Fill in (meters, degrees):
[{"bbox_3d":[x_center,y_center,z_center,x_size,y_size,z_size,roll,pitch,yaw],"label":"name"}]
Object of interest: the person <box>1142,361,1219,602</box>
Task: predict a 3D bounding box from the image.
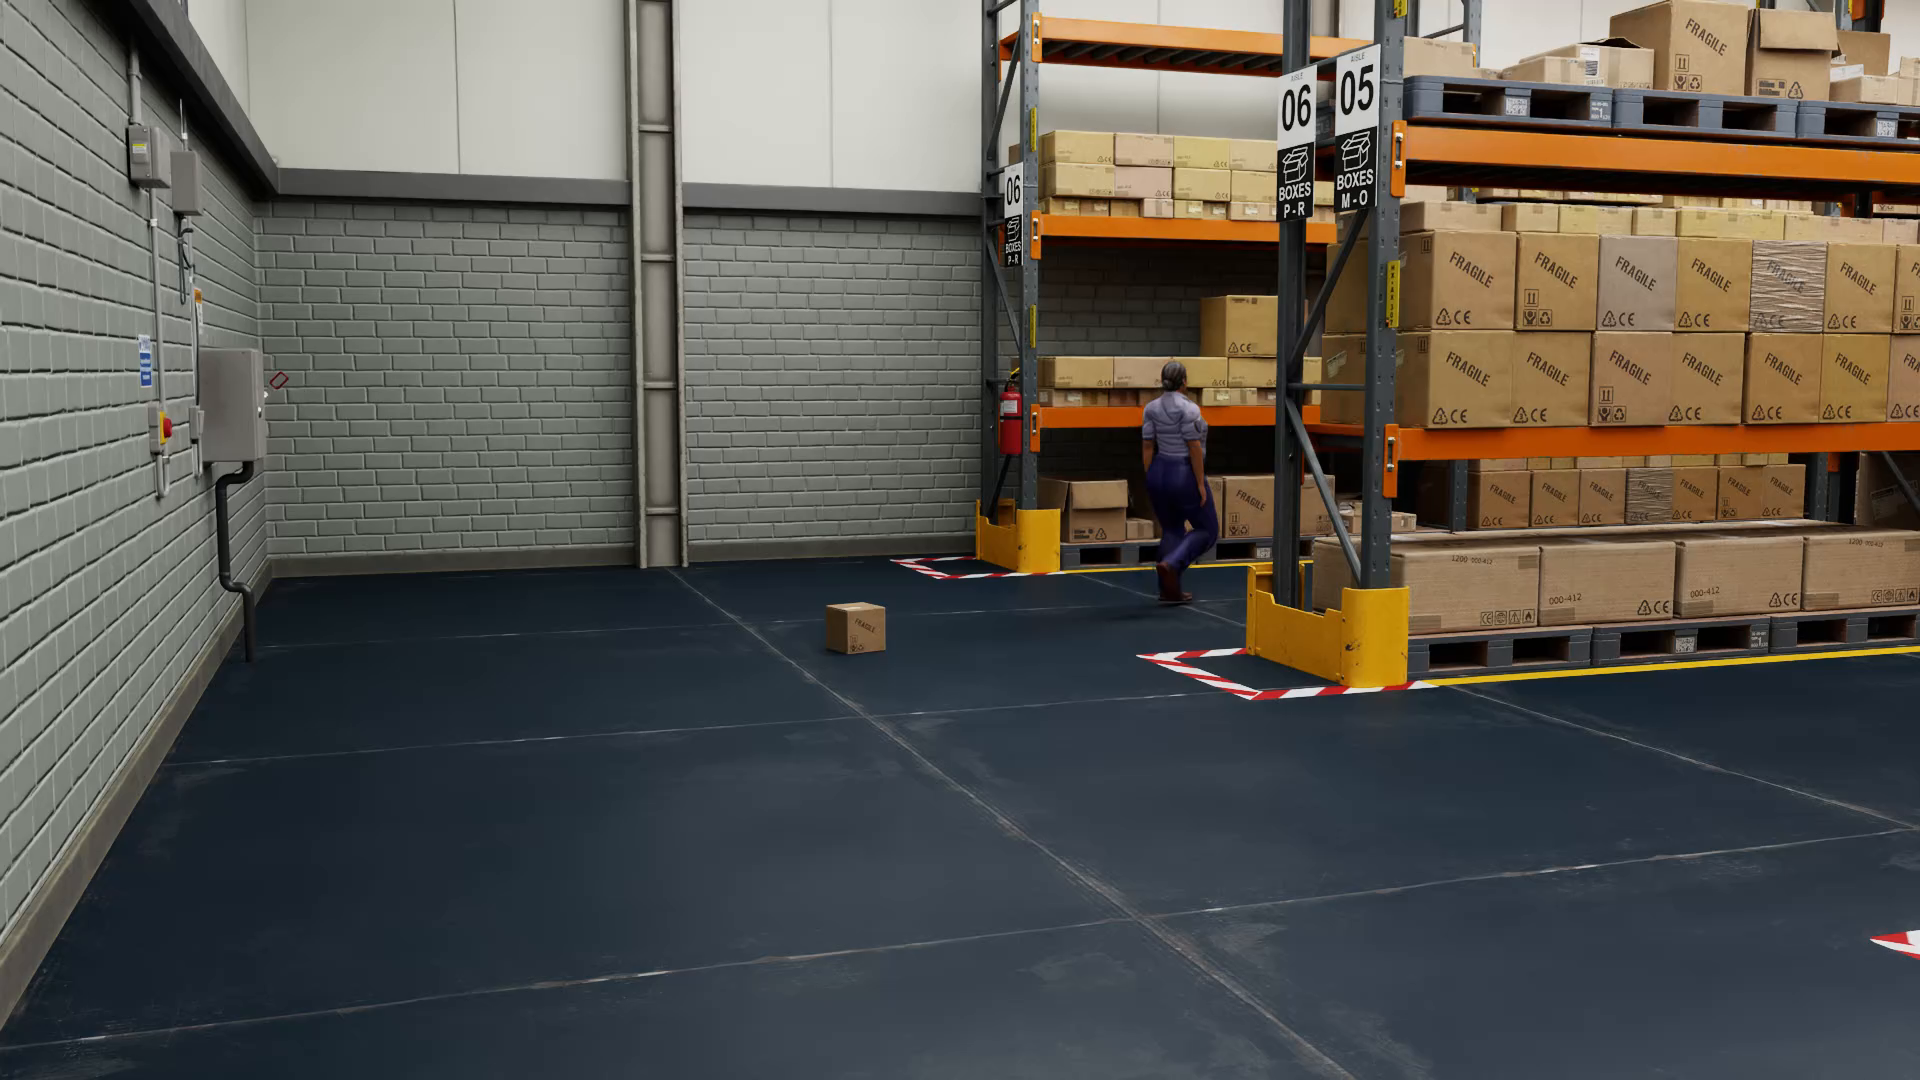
[{"bbox_3d":[1.440,-0.380,11.157,0.529,1.633,0.485,-5,8,-42],"label":"person"}]
